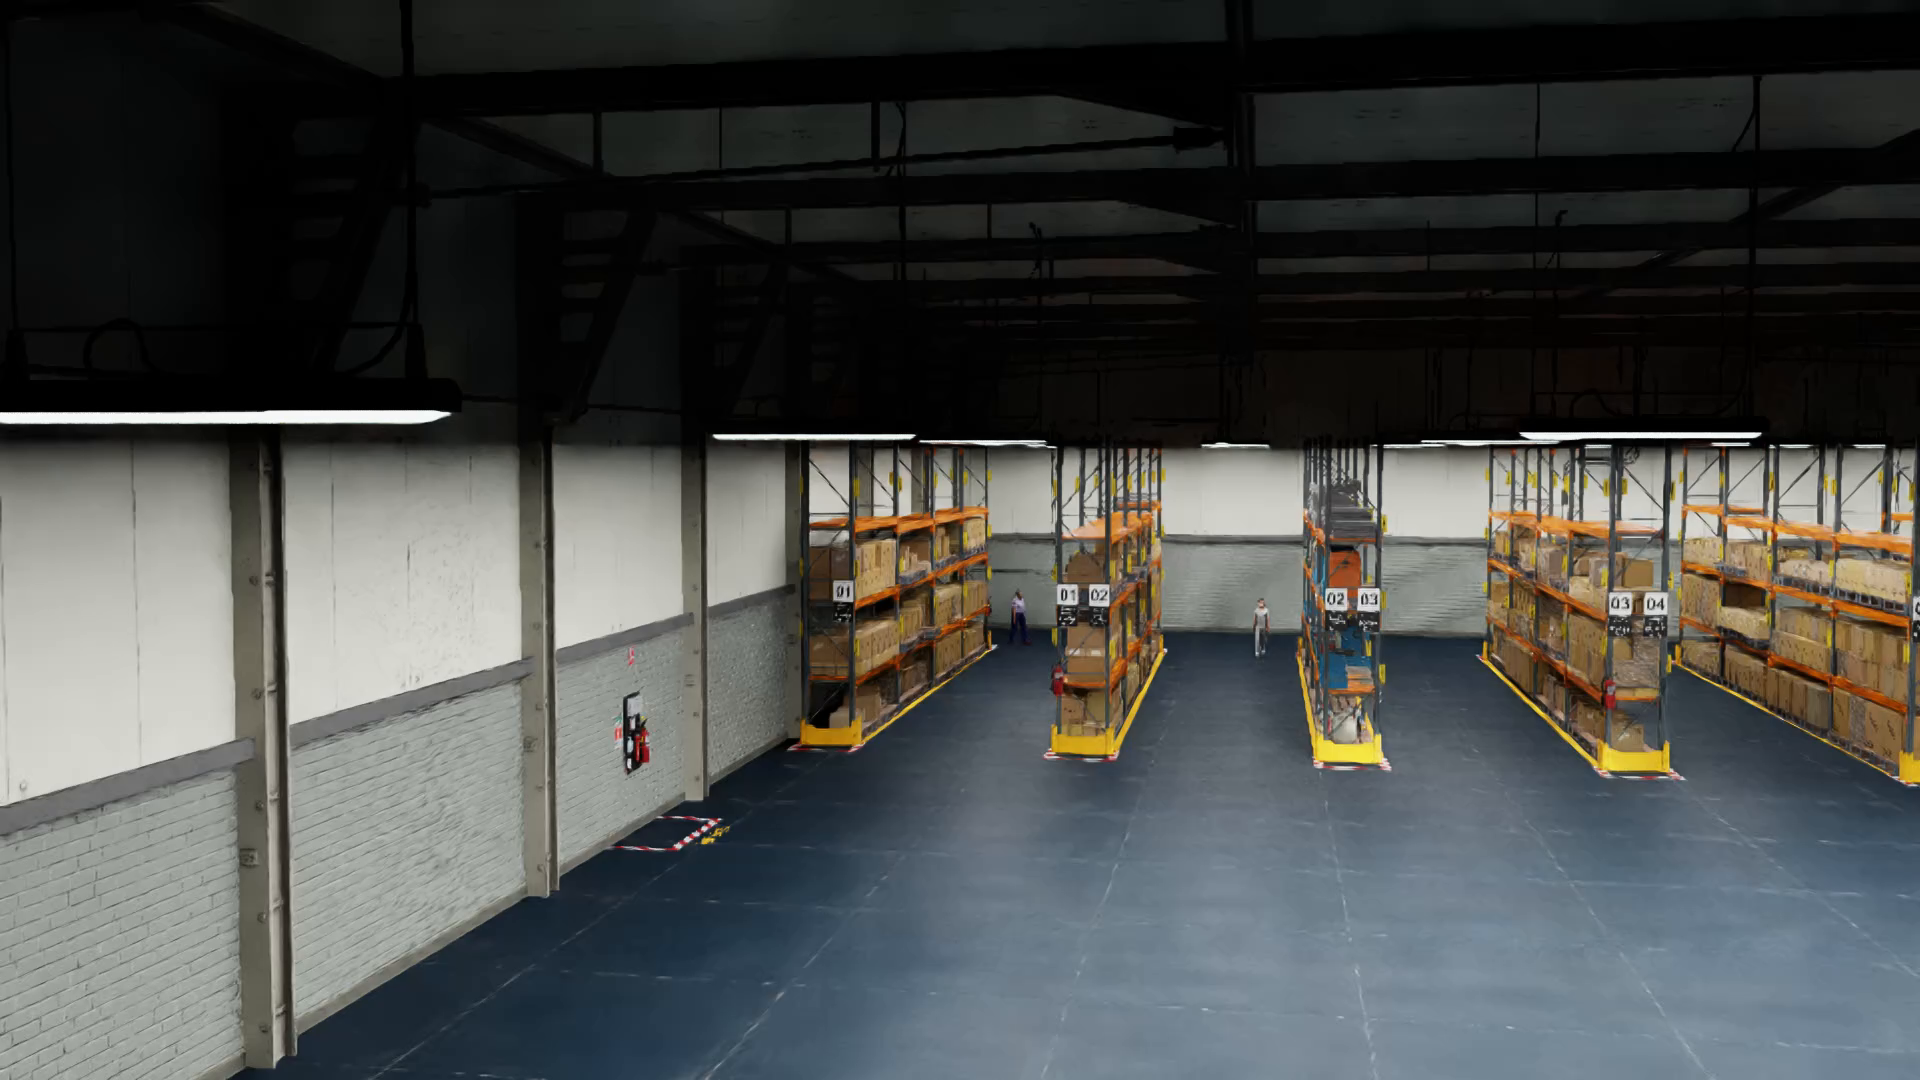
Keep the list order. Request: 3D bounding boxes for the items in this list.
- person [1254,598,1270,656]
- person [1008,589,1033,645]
[{"bbox_3d":[8.398,2.410,46.270,0.445,1.591,1.110,0,3,8],"label":"person"},{"bbox_3d":[1.740,2.264,48.778,0.526,1.629,0.720,3,4,43],"label":"person"}]
